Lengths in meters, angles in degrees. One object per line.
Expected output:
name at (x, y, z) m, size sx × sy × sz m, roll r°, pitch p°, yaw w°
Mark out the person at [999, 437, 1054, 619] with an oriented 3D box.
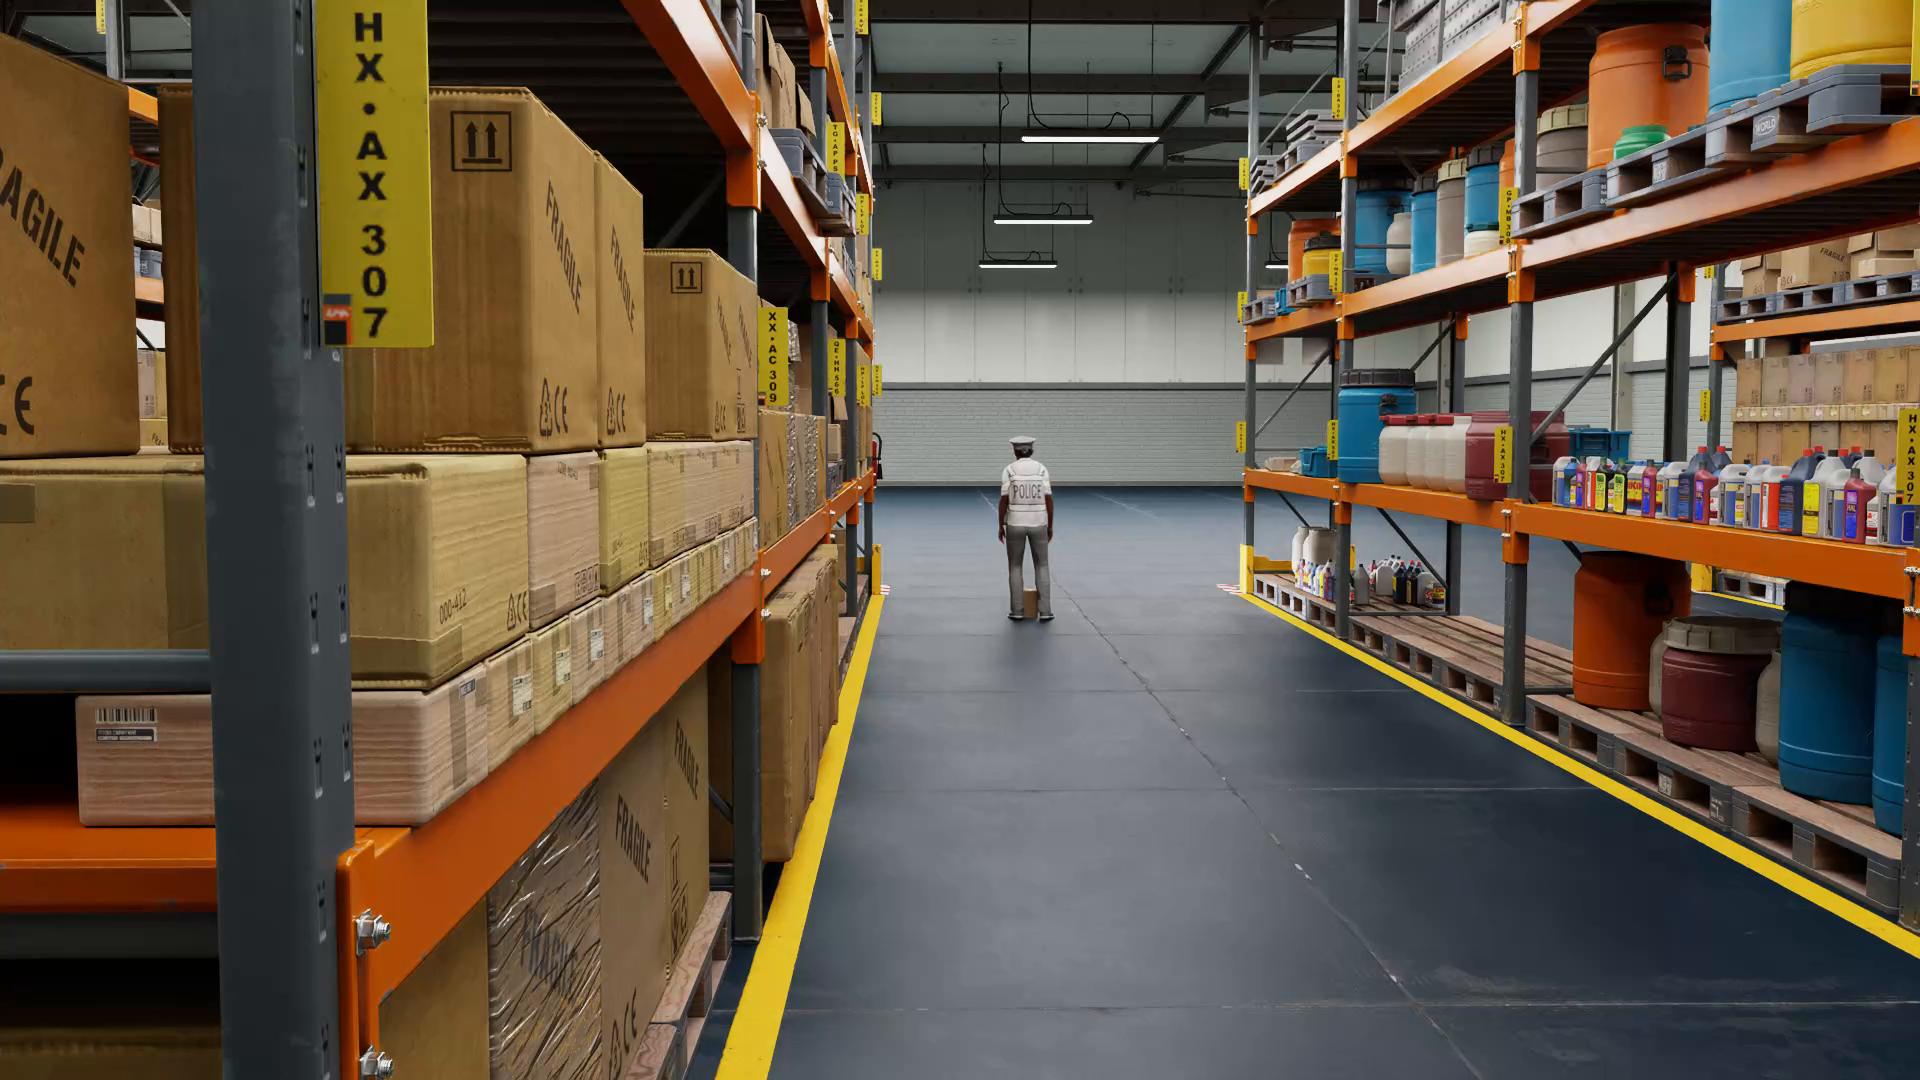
person at (0.611, -0.106, 15.092) m, size 0.515 × 1.657 × 0.417 m, roll 0°, pitch 4°, yaw -2°
